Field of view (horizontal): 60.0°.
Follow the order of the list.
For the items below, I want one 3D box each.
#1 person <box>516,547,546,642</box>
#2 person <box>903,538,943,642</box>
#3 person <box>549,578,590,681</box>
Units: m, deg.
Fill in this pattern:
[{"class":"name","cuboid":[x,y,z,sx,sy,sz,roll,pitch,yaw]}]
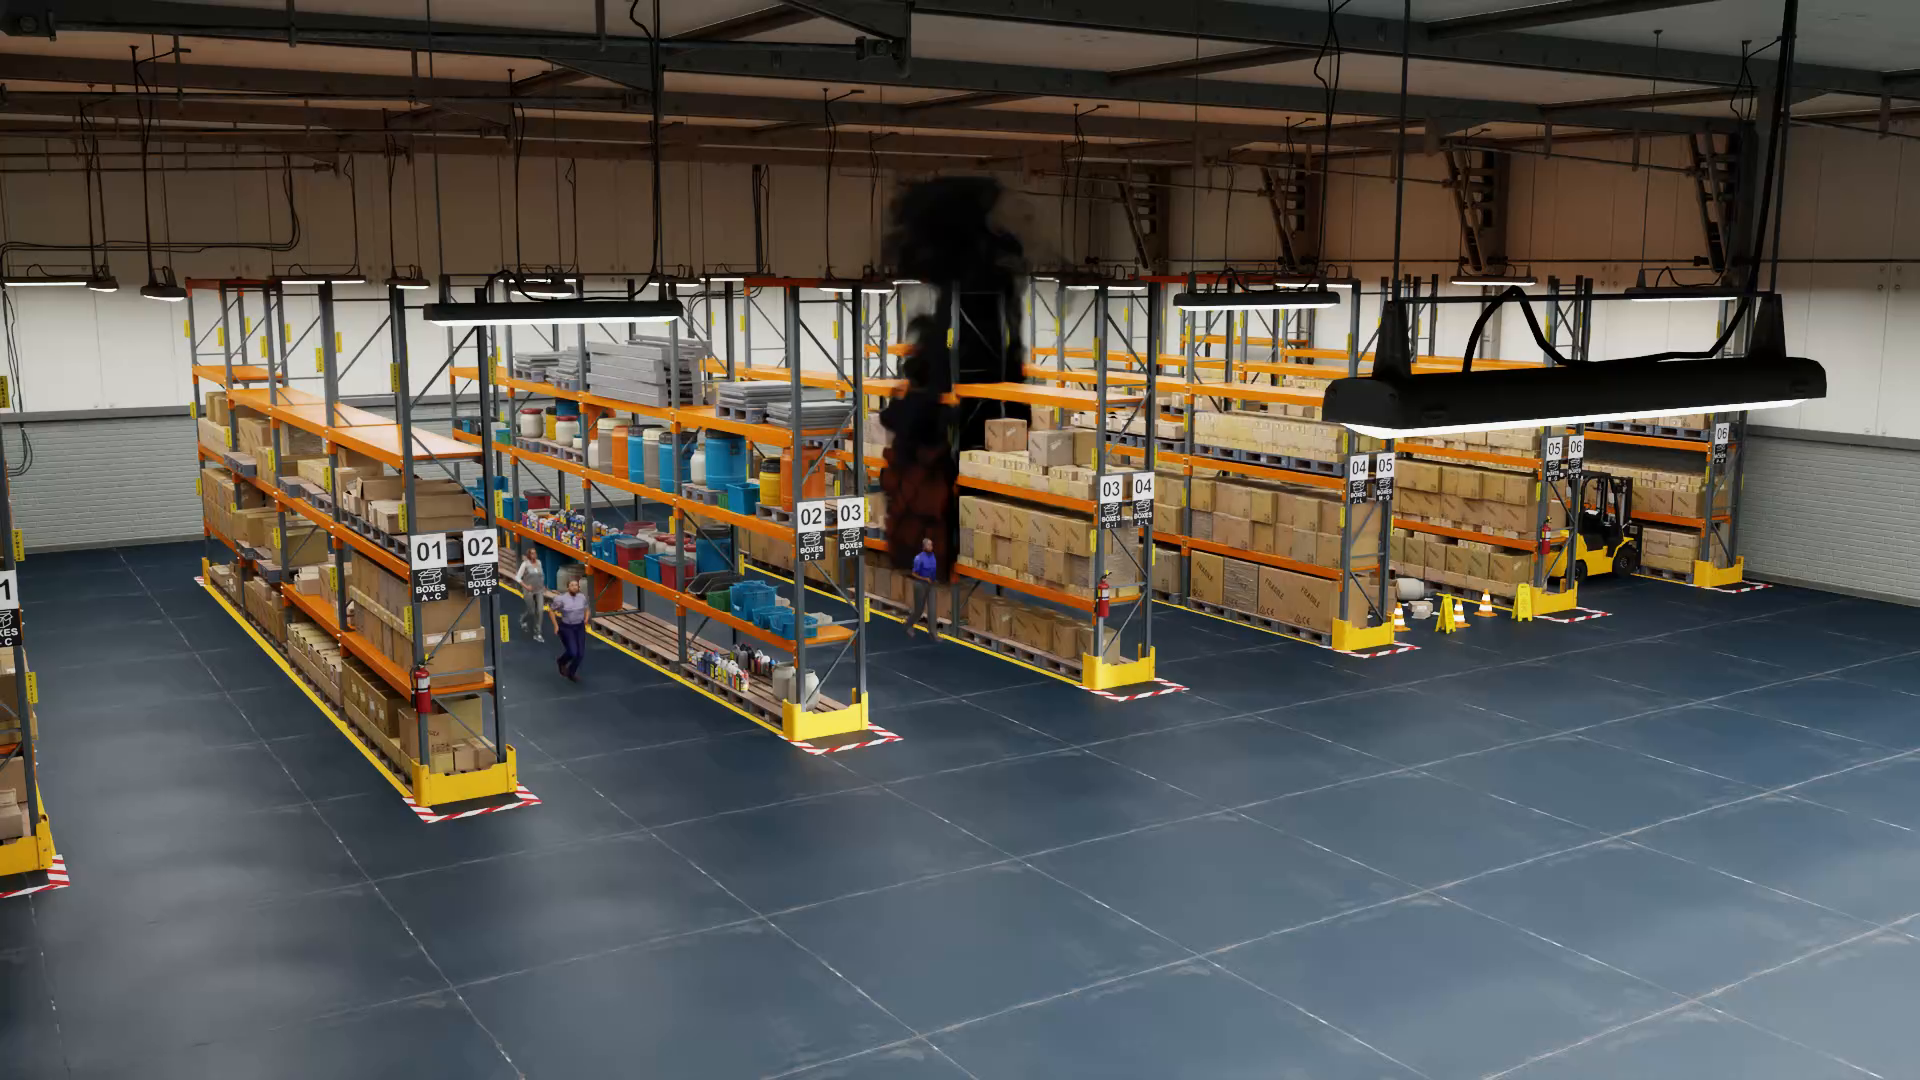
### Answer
[{"class":"person","cuboid":[-7.216,0.897,28.012,0.546,1.583,0.718,-7,12,-38]},{"class":"person","cuboid":[-0.574,0.781,26.695,0.561,1.668,0.820,-9,13,-43]},{"class":"person","cuboid":[-5.838,1.364,25.103,0.592,1.598,0.588,-8,12,-39]}]
